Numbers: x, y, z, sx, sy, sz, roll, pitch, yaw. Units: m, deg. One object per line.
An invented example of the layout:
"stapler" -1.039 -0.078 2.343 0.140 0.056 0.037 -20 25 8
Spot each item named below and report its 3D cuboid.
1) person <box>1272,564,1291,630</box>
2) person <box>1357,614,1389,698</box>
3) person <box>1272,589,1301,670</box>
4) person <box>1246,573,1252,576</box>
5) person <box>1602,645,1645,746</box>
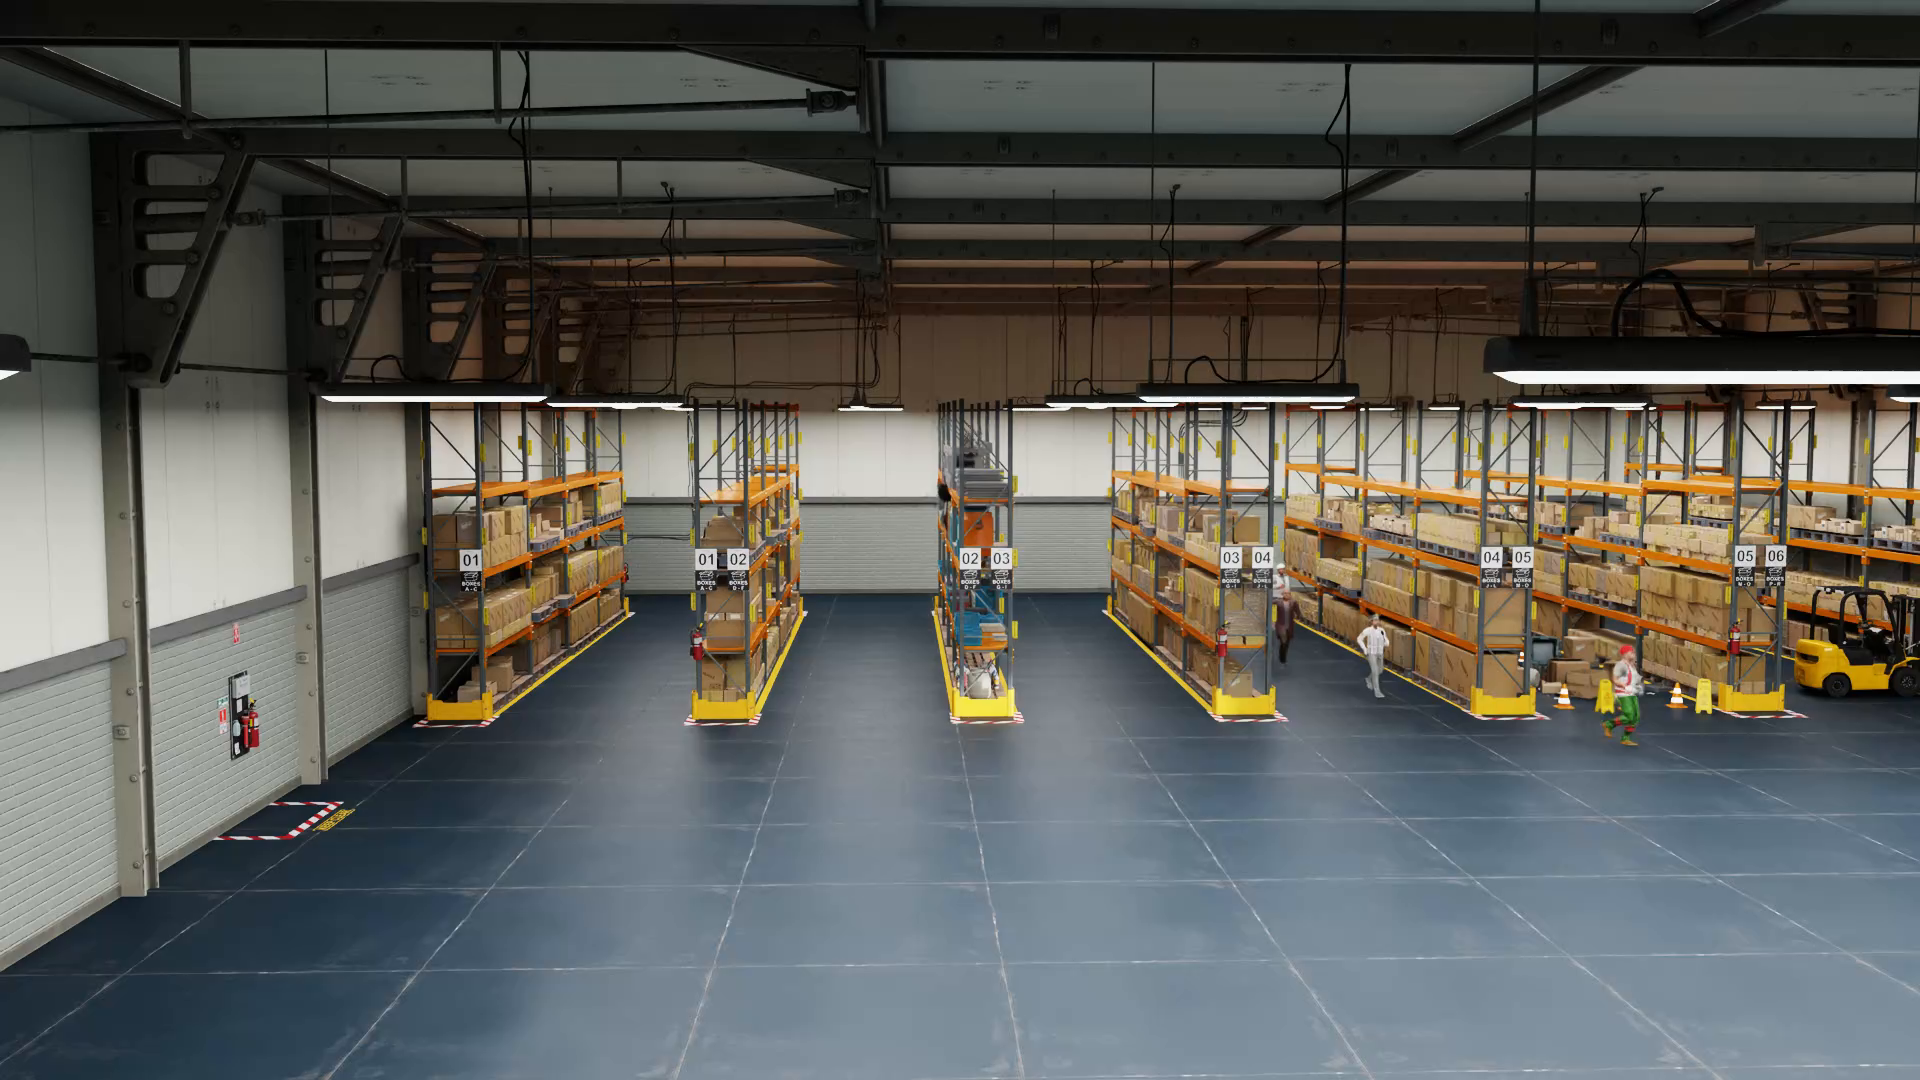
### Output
"person" 8.386 1.521 43.530 0.671 1.825 0.828 -1 4 -11
"person" 8.400 2.318 33.696 0.624 1.670 0.864 -1 4 -14
"person" 7.327 2.008 37.478 0.690 1.846 0.857 -1 4 -9
"person" 8.043 1.413 45.081 0.669 1.815 0.766 0 4 1
"person" 11.459 2.672 28.699 0.638 1.743 0.646 4 6 44
